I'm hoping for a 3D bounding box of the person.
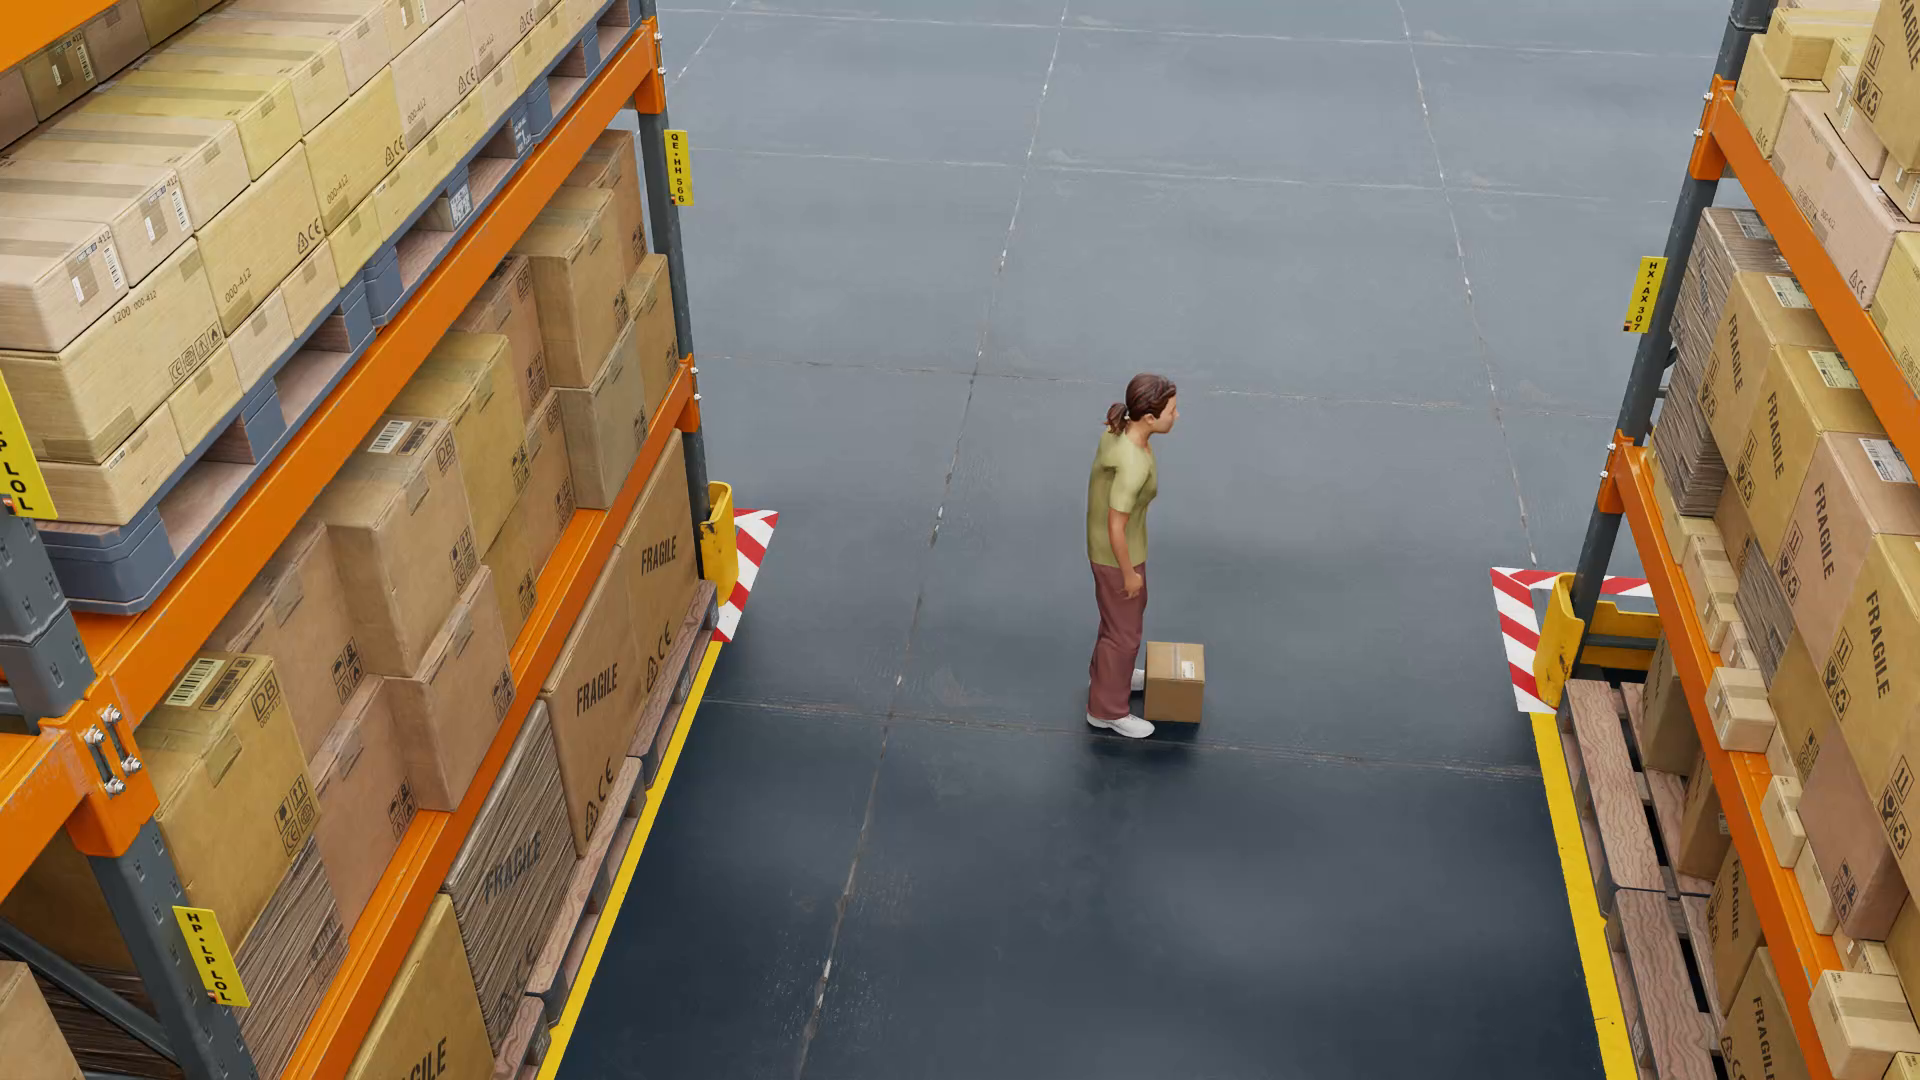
[{"bbox_3d":[0.705,0.042,6.983,0.359,1.673,0.516,3,36,4],"label":"person"}]
